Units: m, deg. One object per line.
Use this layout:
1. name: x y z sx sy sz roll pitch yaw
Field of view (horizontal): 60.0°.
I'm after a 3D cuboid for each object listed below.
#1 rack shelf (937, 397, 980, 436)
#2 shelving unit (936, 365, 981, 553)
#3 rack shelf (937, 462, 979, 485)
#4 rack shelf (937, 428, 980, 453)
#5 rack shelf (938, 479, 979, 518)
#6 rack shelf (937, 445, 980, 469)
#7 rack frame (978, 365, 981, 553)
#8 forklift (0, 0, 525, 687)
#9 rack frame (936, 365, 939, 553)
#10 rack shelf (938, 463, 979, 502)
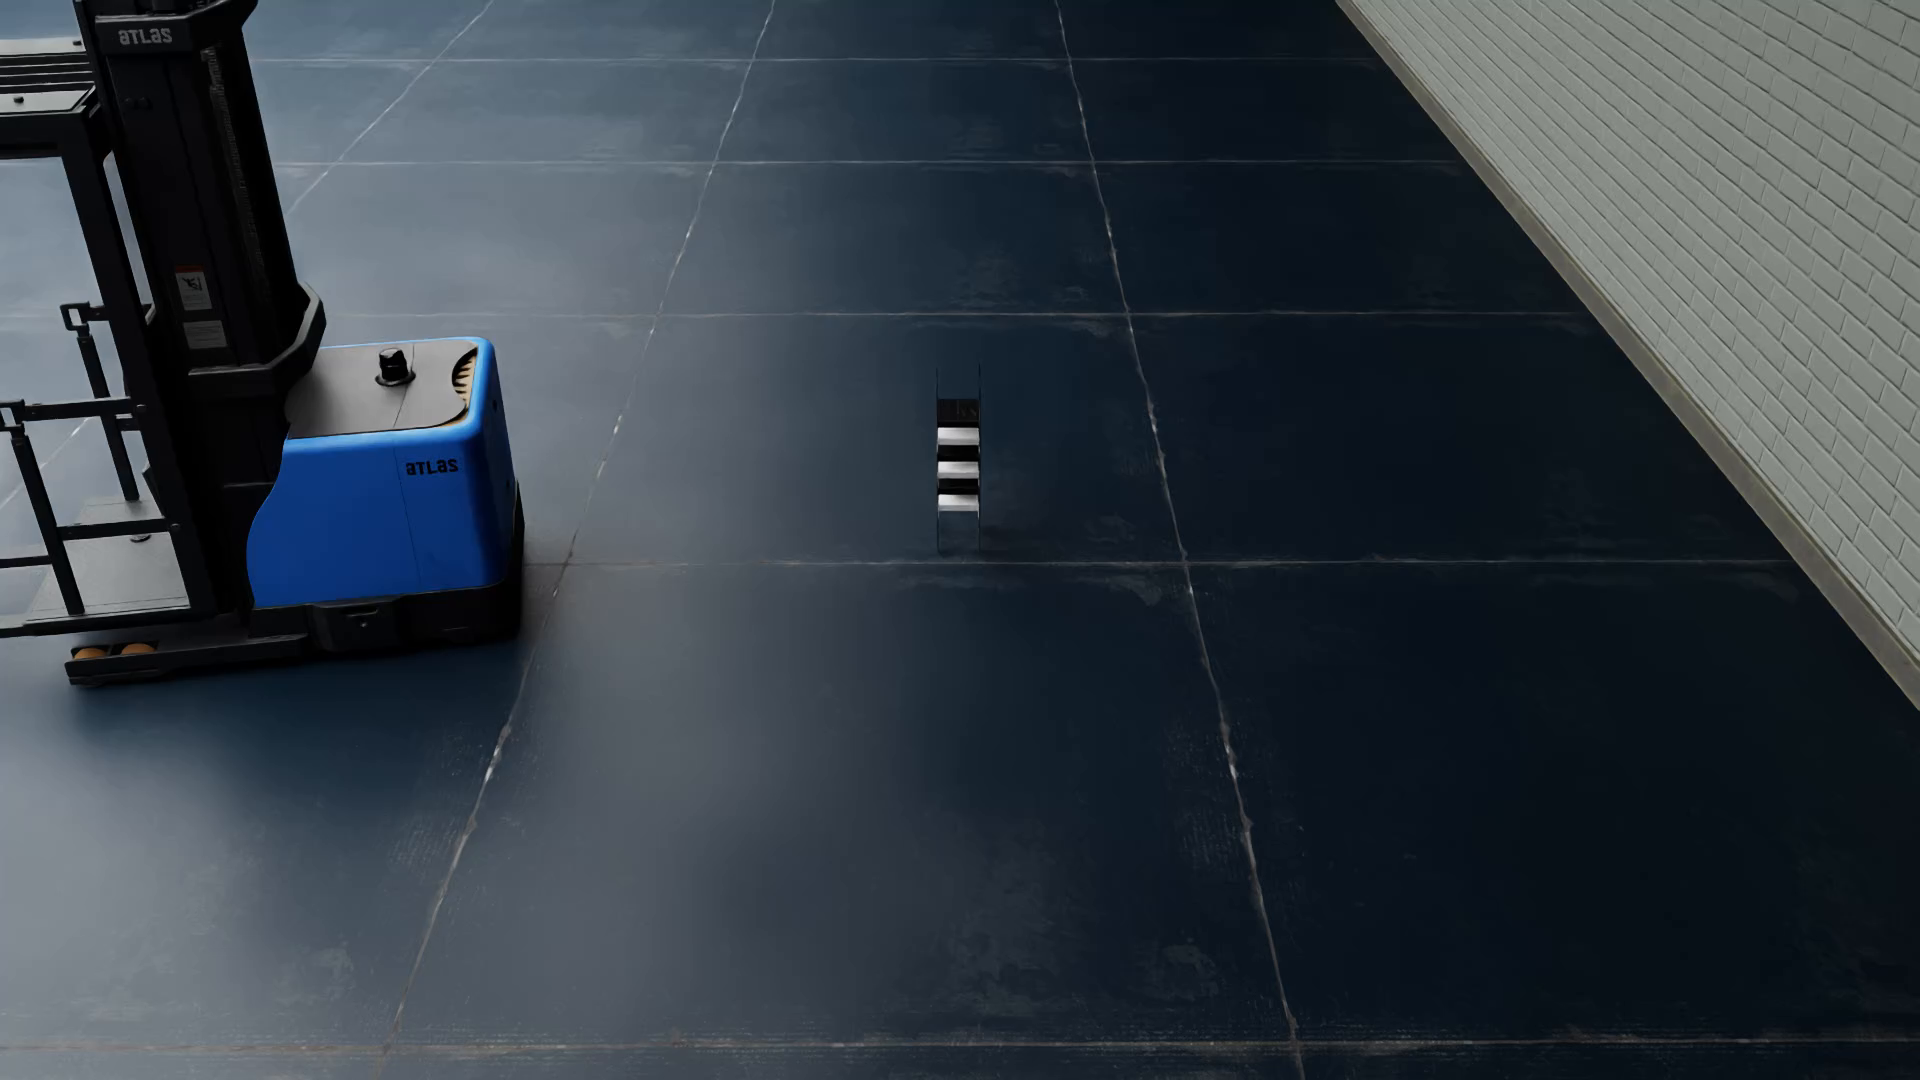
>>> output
1. rack shelf: -0.008 -0.587 7.894 0.200 0.077 0.258 0 31 0
2. shelving unit: -0.008 -0.385 8.017 0.210 0.900 0.258 0 31 0
3. rack shelf: -0.008 -0.356 8.034 0.200 0.077 0.258 0 31 0
4. rack shelf: -0.008 -0.510 7.940 0.200 0.077 0.258 0 31 0
5. rack shelf: -0.008 -0.202 8.127 0.200 0.077 0.258 0 31 0
6. rack shelf: -0.008 -0.433 7.987 0.200 0.077 0.258 0 31 0
7. rack frame: 0.094 -0.385 8.017 0.006 0.900 0.240 0 31 0
8. forklift: -3.571 -0.915 6.932 3.031 2.935 1.130 -5 32 -9
9. rack frame: -0.110 -0.384 8.016 0.006 0.900 0.240 0 31 0
10. rack shelf: -0.008 -0.279 8.081 0.200 0.077 0.258 0 31 0
